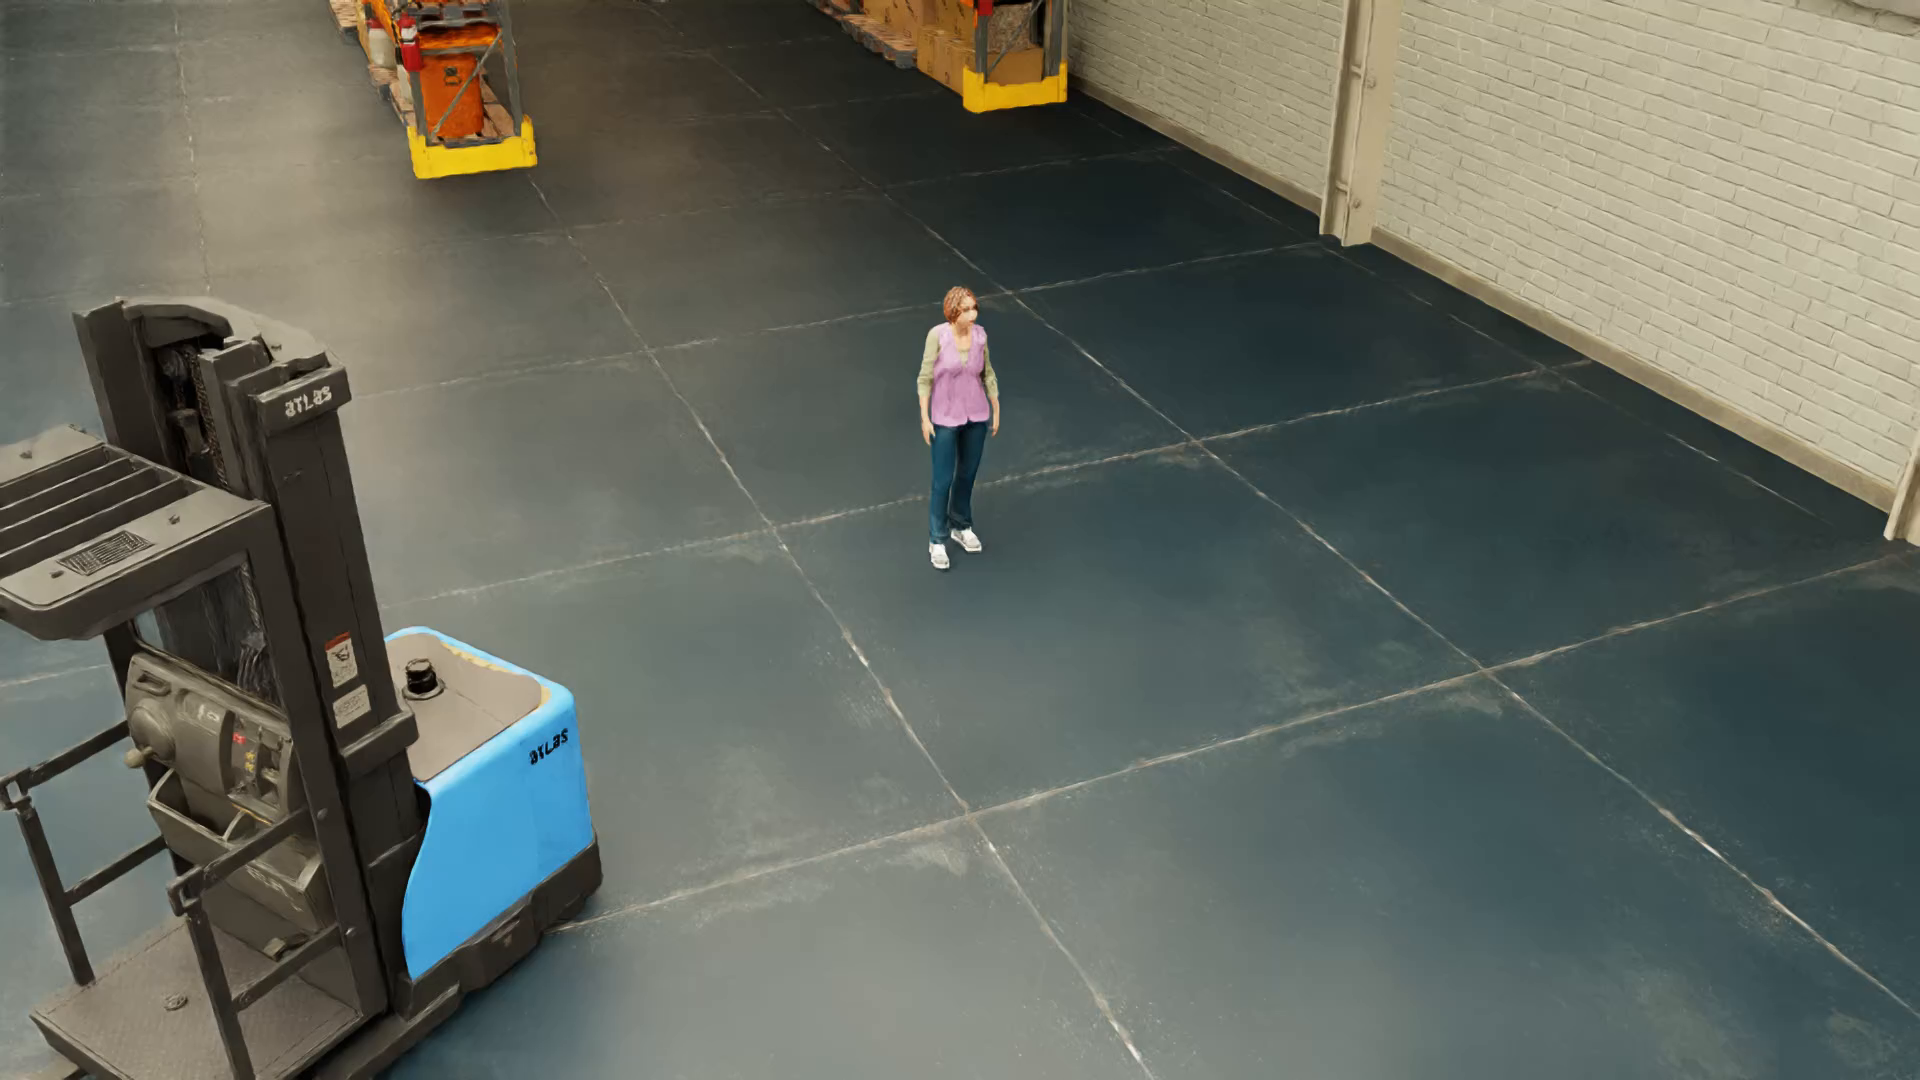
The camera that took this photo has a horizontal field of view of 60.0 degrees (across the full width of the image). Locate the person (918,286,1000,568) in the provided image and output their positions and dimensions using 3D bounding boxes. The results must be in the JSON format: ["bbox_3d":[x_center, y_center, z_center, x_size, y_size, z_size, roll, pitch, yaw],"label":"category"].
[{"bbox_3d":[0.017,-0.663,9.609,0.520,1.597,0.474,-12,32,-20],"label":"person"}]

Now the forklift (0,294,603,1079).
[{"bbox_3d":[-2.799,0.758,5.794,1.130,2.935,3.031,18,34,28],"label":"forklift"}]
